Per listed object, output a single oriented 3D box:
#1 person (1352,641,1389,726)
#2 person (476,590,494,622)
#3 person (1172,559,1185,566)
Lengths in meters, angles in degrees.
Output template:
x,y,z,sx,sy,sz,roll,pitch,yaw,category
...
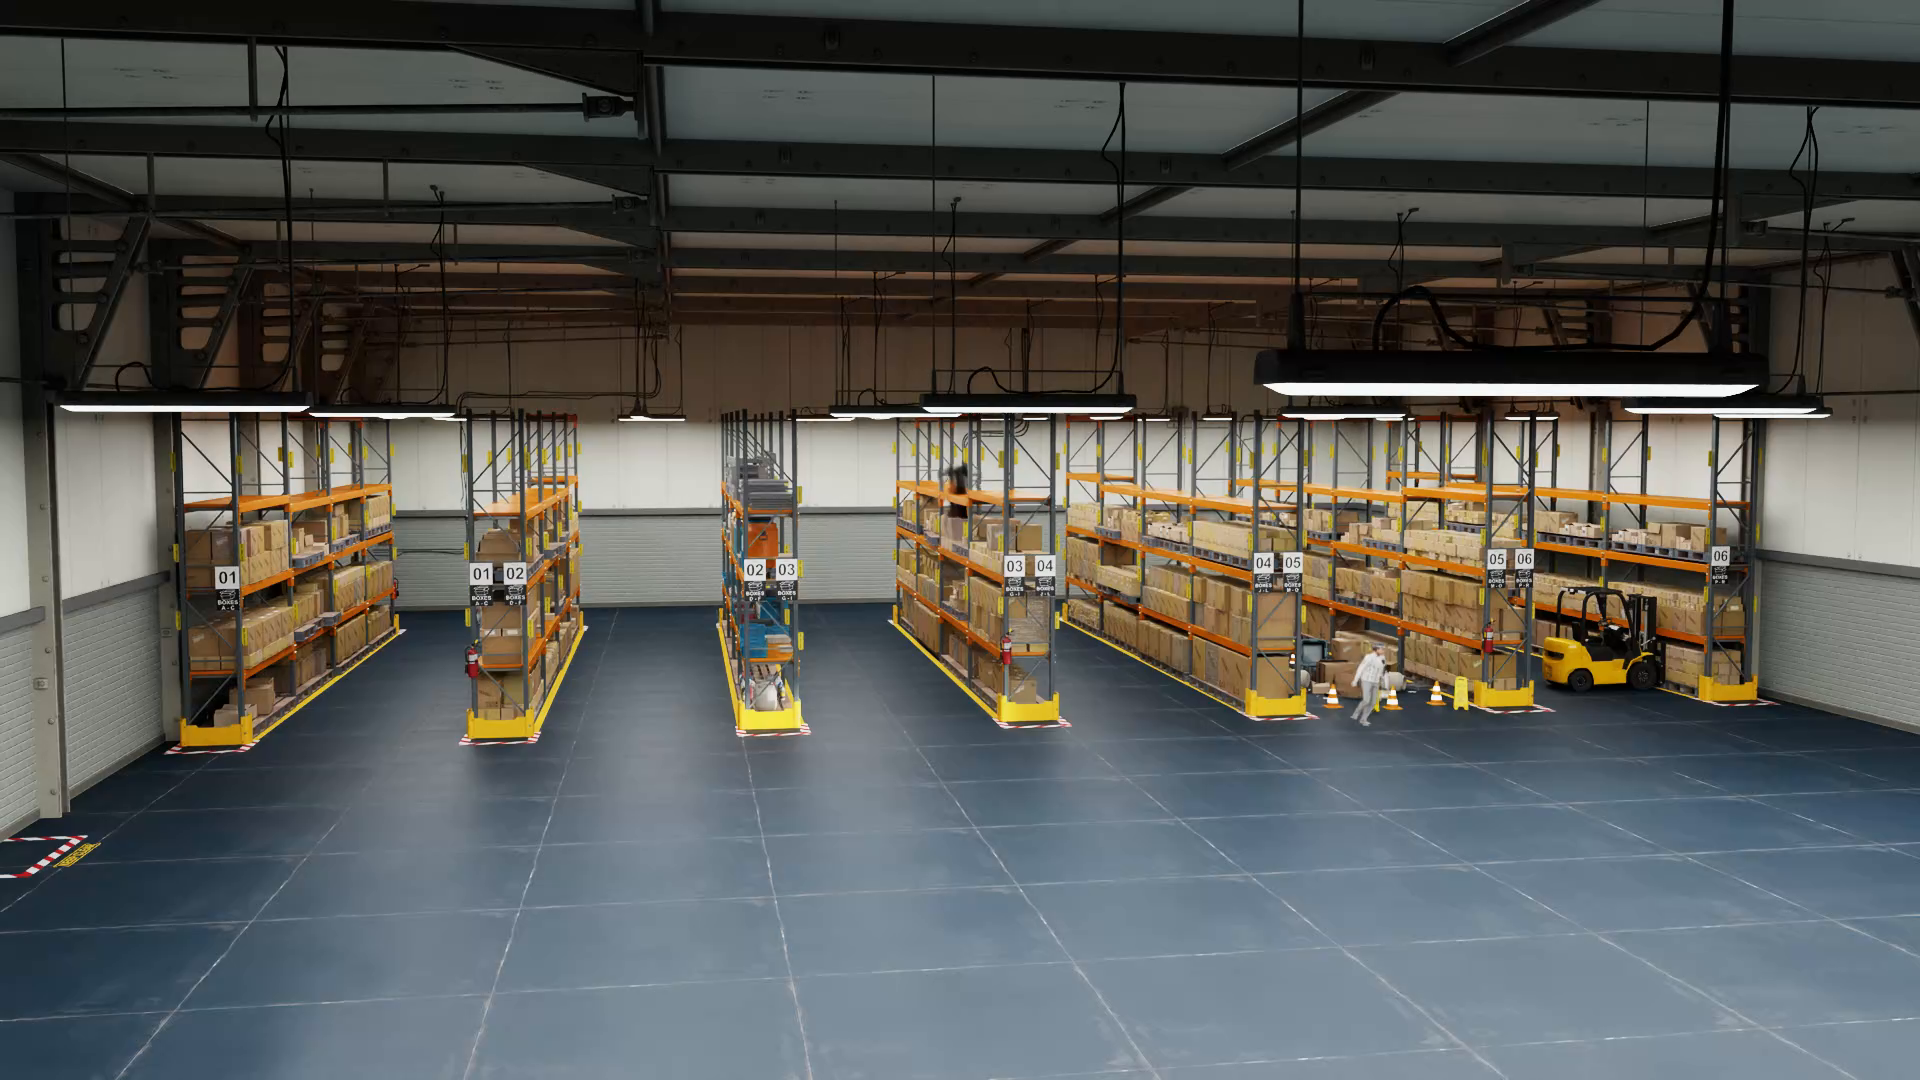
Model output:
x,y,z,sx,sy,sz,roll,pitch,yaw,category
7.788,2.726,31.548,0.615,1.618,0.569,-2,5,-28,person
-11.814,1.962,41.742,0.686,1.708,0.699,-2,4,-24,person
6.831,1.199,52.026,0.908,1.755,0.663,-2,5,-32,person
